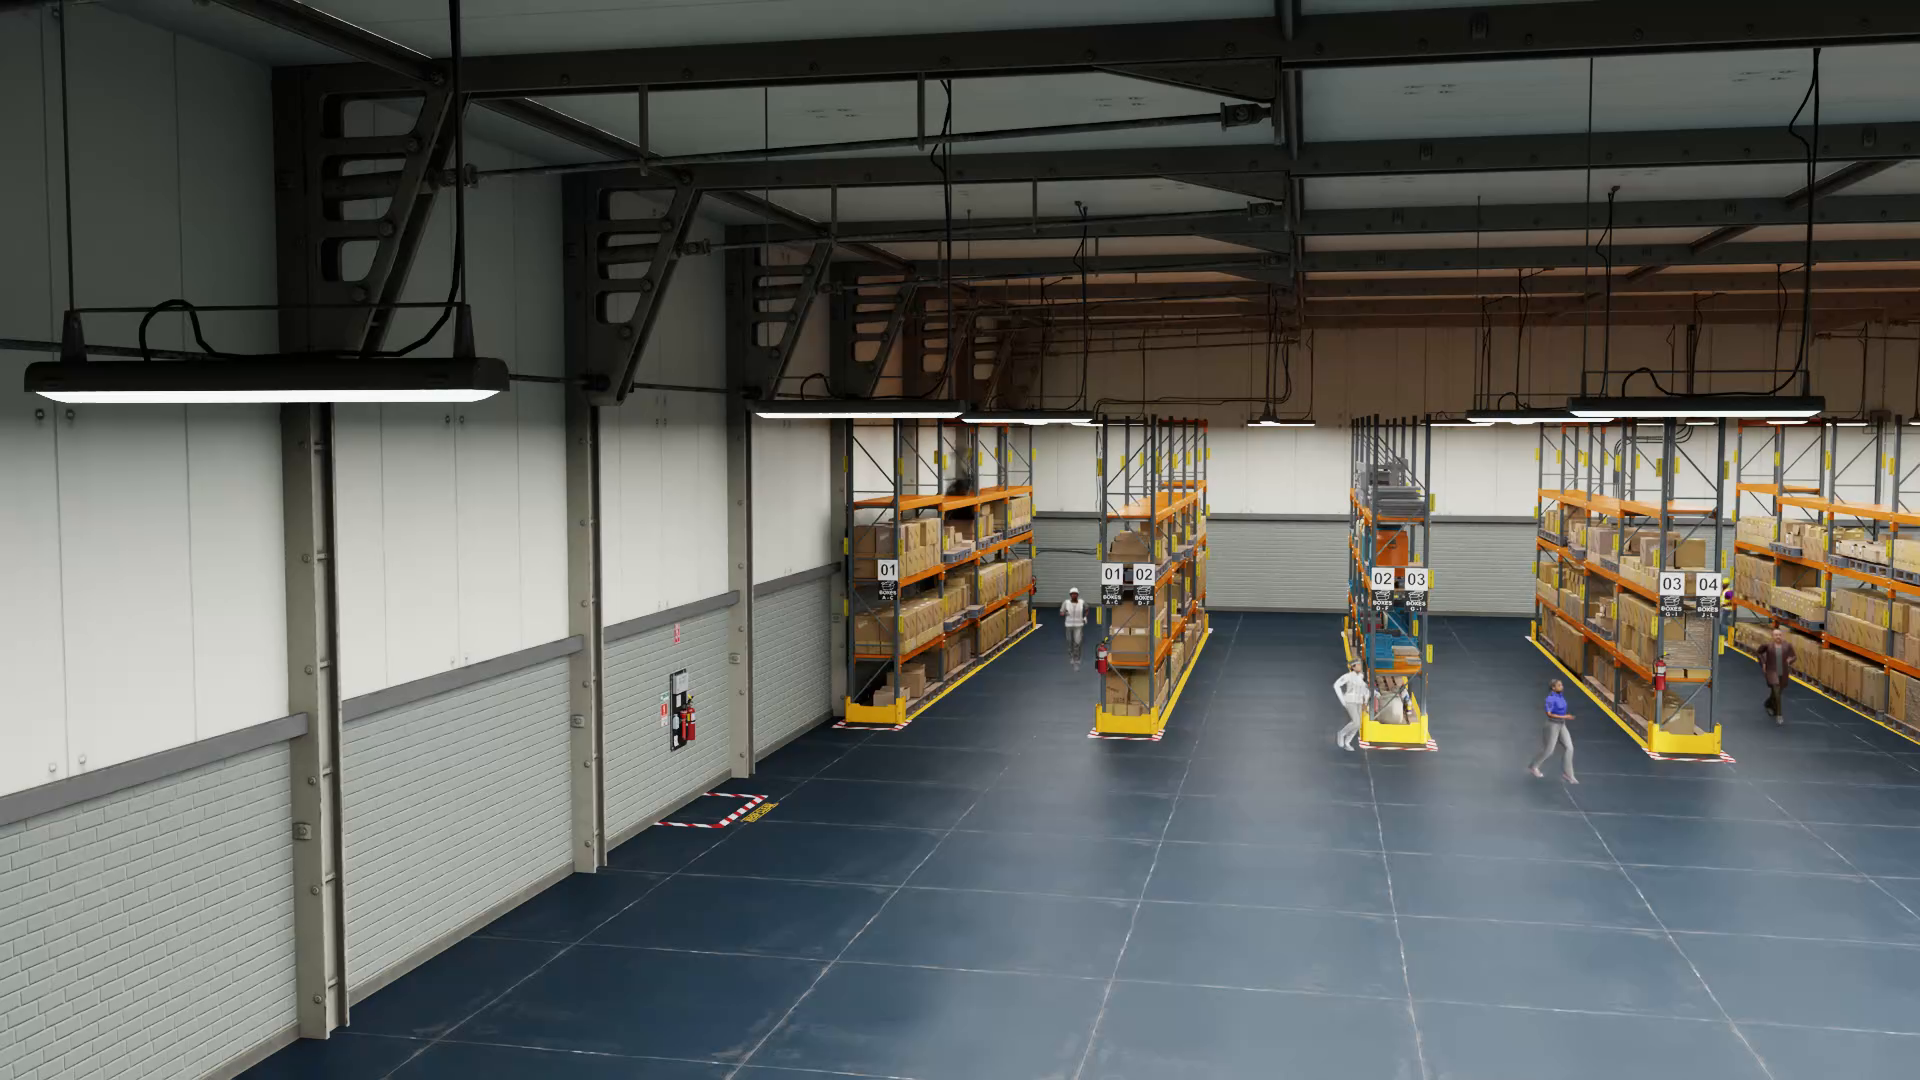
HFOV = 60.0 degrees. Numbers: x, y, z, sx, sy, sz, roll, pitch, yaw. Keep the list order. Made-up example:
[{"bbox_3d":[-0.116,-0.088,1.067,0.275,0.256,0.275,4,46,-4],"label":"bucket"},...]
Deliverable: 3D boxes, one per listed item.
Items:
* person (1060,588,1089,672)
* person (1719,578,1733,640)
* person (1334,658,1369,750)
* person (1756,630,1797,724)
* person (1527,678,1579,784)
[{"bbox_3d":[2.600,2.034,37.871,0.657,1.892,0.707,1,4,8],"label":"person"},{"bbox_3d":[20.736,1.886,45.092,0.551,1.726,0.717,0,4,-6],"label":"person"},{"bbox_3d":[7.064,2.925,29.718,0.657,1.649,0.482,-3,5,-36],"label":"person"},{"bbox_3d":[16.063,2.654,32.688,0.686,1.804,0.988,0,4,6],"label":"person"},{"bbox_3d":[9.667,3.098,27.068,0.581,1.706,0.832,-3,5,-42],"label":"person"}]
